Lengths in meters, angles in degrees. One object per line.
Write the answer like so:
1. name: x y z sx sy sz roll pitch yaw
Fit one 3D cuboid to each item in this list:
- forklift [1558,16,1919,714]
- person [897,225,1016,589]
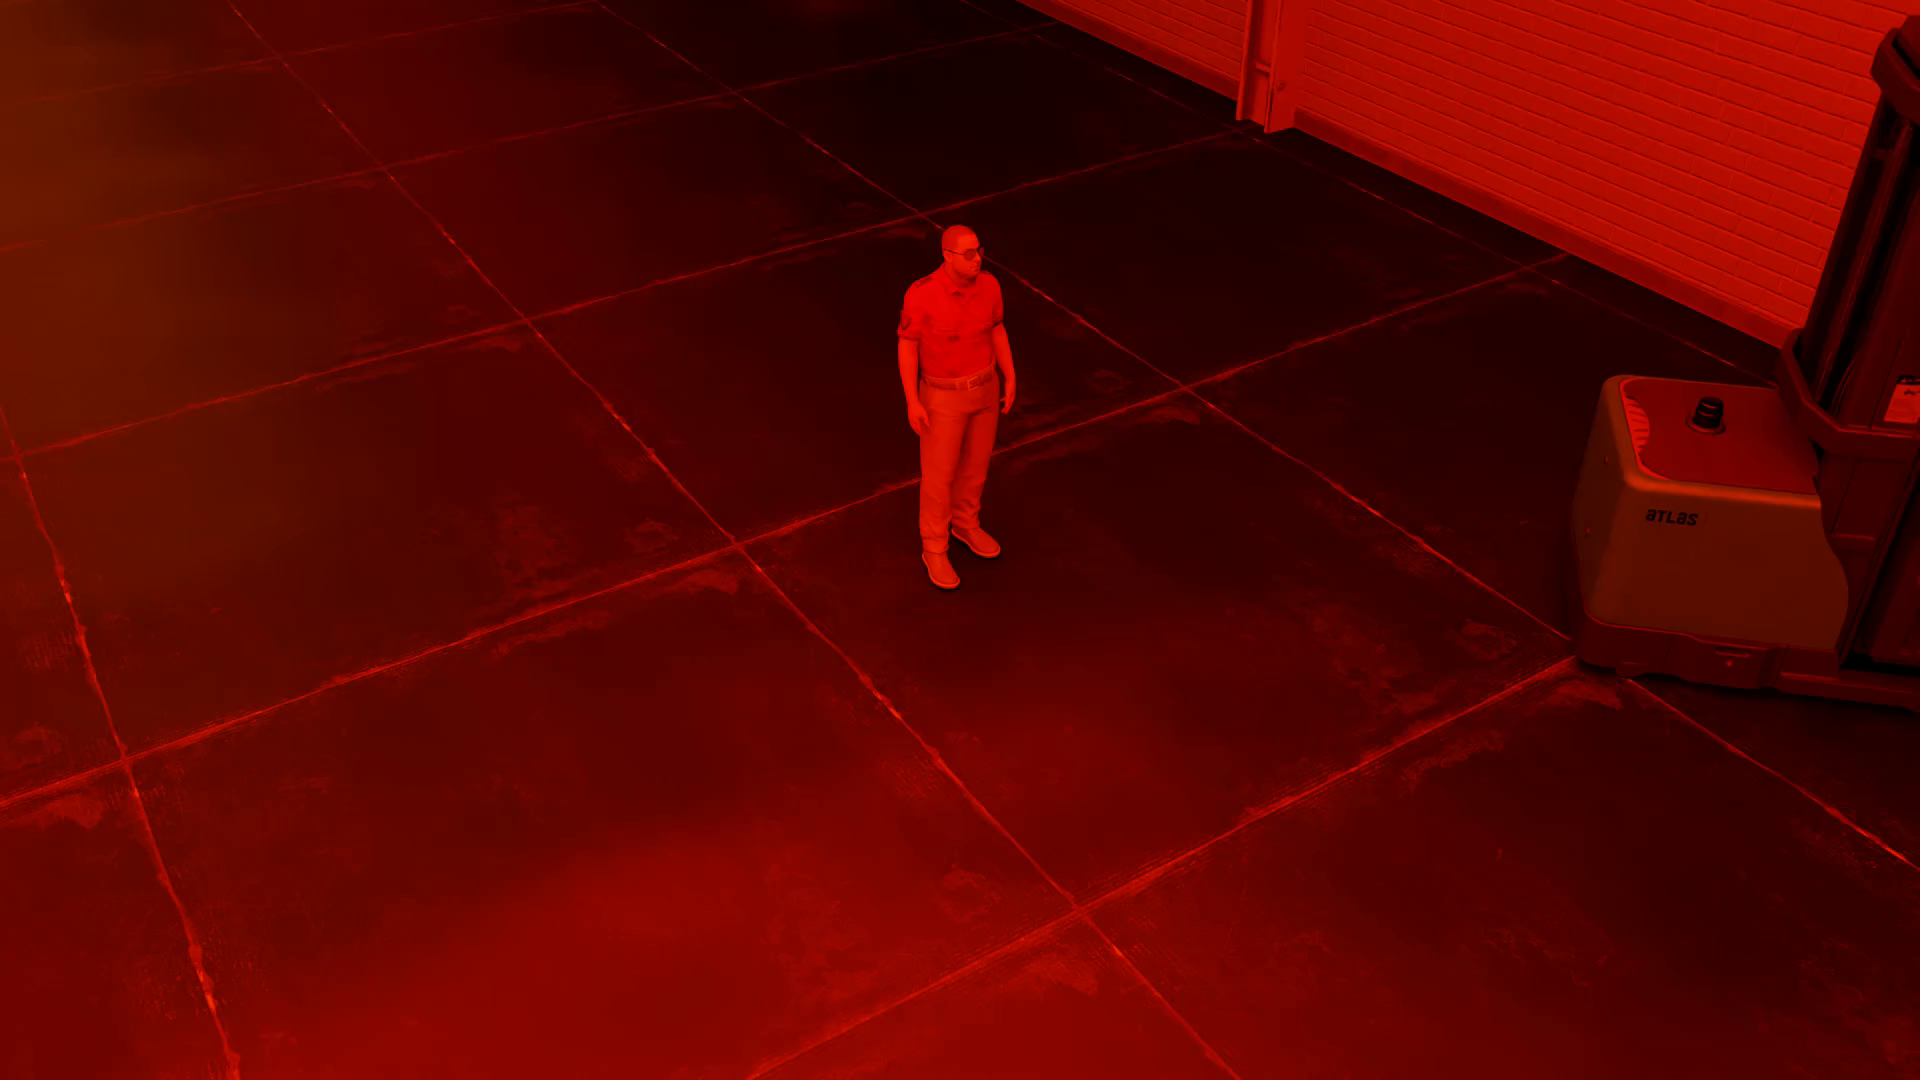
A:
1. forklift: 4.460 -0.685 7.123 3.031 2.935 1.130 7 36 9
2. person: 0.039 -0.667 8.129 0.641 1.728 0.550 -21 40 -27
